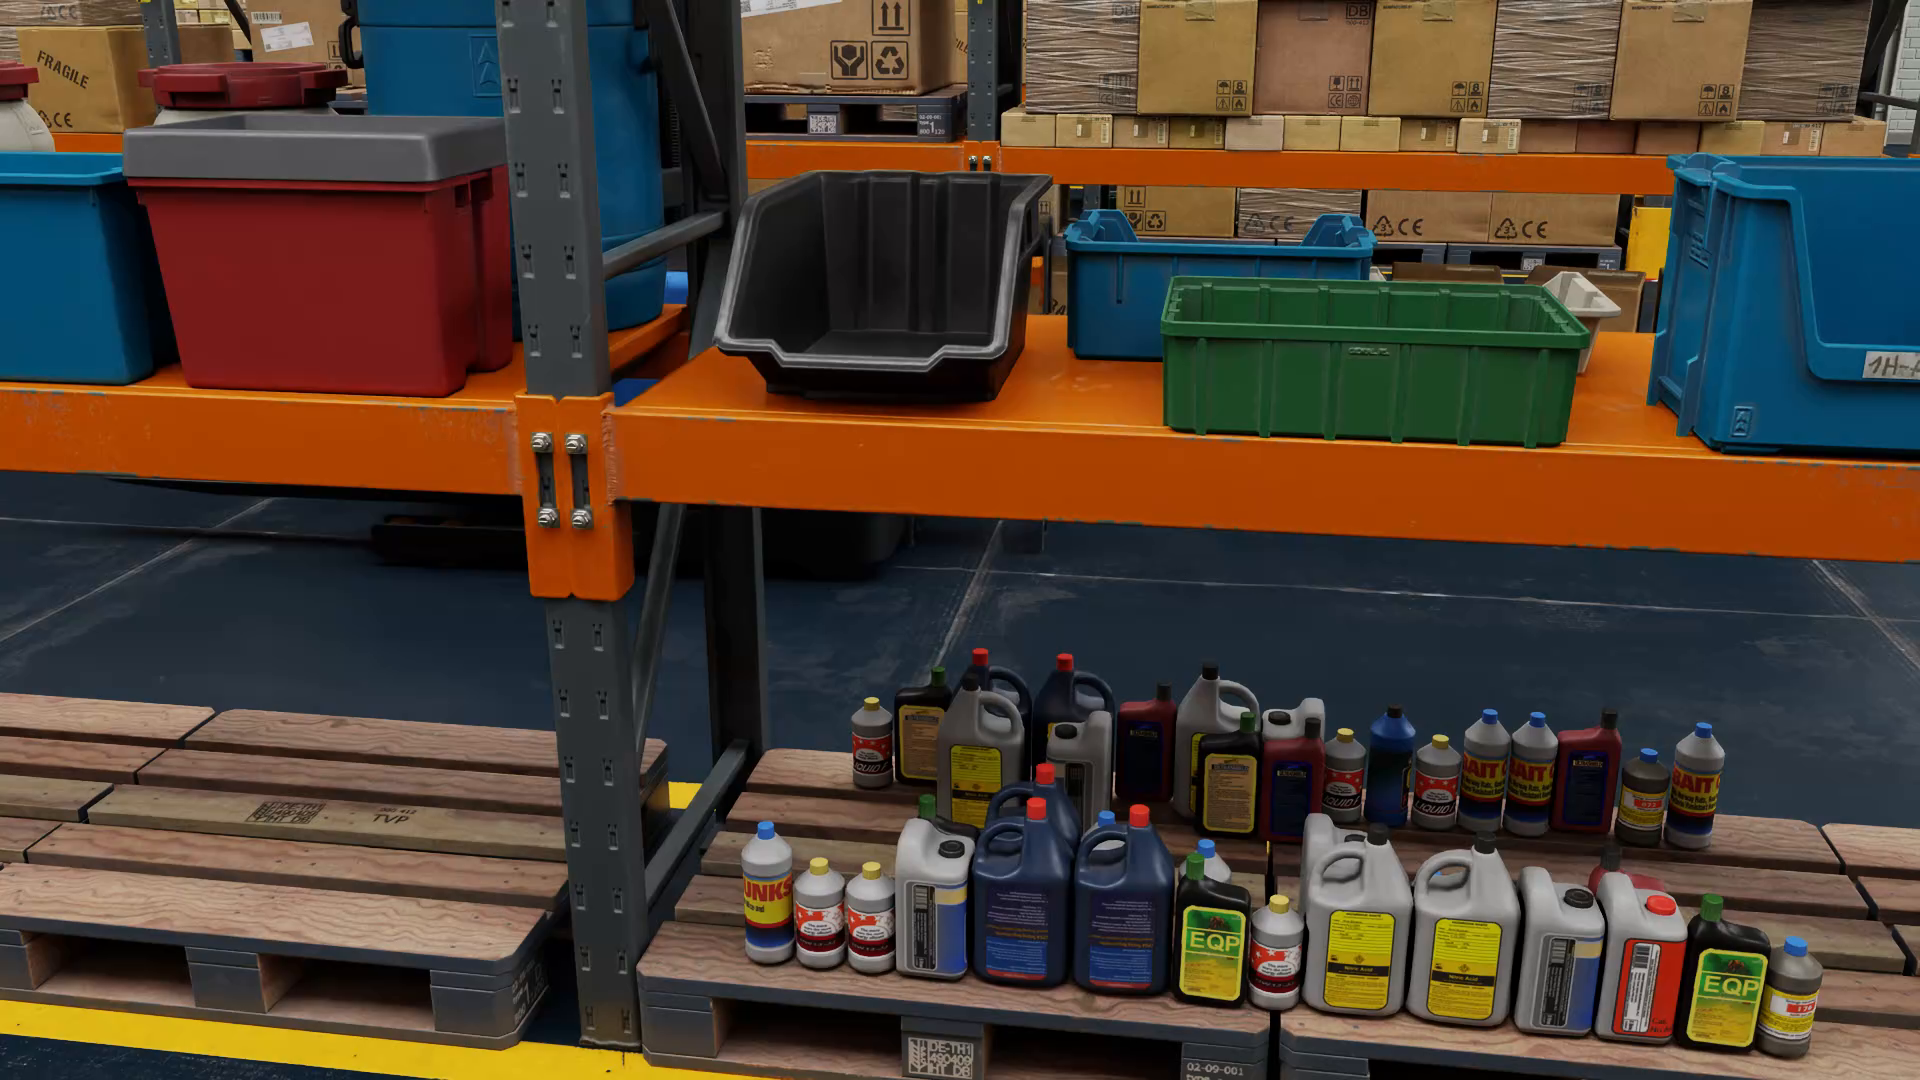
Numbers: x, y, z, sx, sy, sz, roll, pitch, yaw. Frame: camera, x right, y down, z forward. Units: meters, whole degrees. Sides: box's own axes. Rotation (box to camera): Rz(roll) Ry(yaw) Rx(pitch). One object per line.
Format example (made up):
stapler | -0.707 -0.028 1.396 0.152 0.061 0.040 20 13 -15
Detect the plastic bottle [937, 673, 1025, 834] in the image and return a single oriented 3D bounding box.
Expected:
plastic bottle | 0.046 0.464 3.672 0.185 0.351 0.144 3 19 9

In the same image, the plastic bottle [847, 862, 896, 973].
plastic bottle | -0.167 0.711 3.168 0.097 0.201 0.097 0 18 0

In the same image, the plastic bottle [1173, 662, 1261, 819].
plastic bottle | 0.577 0.444 3.729 0.185 0.351 0.144 3 19 8

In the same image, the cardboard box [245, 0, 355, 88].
cardboard box | -3.237 -2.556 8.396 0.500 0.500 0.500 1 19 2

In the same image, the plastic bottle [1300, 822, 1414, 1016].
plastic bottle | 0.725 0.678 3.031 0.185 0.351 0.144 3 19 8

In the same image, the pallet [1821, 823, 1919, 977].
pallet | 2.453 0.921 3.218 1.213 0.211 1.003 3 19 9

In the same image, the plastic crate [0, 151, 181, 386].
plastic crate | -1.751 -0.522 3.160 0.575 0.384 0.392 3 19 9

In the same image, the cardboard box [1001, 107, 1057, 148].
cardboard box | 0.338 -1.899 7.646 0.250 0.149 0.380 3 19 9

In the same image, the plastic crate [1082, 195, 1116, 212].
plastic crate | 1.439 -2.767 14.187 0.662 0.188 0.450 14 33 37

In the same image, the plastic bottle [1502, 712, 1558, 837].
plastic bottle | 1.258 0.509 3.661 0.097 0.271 0.097 0 18 0

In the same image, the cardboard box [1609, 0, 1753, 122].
cardboard box | 3.071 -2.134 7.327 0.500 0.500 0.875 3 19 9

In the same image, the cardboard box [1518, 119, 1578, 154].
cardboard box | 2.571 -1.810 7.381 0.250 0.149 0.380 3 19 9

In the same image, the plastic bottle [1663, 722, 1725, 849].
plastic bottle | 1.596 0.526 3.609 0.097 0.271 0.097 0 18 0

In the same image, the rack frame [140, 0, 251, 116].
rack frame | -3.776 -2.324 8.522 0.127 3.000 1.000 3 19 9

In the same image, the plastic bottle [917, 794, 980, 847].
plastic bottle | -0.028 0.636 3.263 0.133 0.283 0.061 3 19 9

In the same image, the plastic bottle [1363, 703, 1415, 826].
plastic bottle | 0.959 0.494 3.706 0.097 0.271 0.097 0 18 0

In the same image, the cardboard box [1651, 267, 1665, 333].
cardboard box | 3.508 -0.972 7.759 0.500 0.500 0.500 7 20 19

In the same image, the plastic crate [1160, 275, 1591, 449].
plastic crate | 0.683 -0.314 2.848 0.662 0.188 0.450 3 19 9

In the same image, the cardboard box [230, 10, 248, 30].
cardboard box | -5.489 -4.080 13.036 0.250 0.149 0.380 4 19 11

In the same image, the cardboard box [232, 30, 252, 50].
cardboard box | -5.503 -3.939 13.082 0.250 0.149 0.380 2 19 6

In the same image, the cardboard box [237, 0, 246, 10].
cardboard box | -5.495 -4.221 12.987 0.250 0.149 0.380 3 19 8

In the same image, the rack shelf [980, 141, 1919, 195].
rack shelf | 2.148 -1.681 7.734 4.000 0.370 1.077 3 19 9

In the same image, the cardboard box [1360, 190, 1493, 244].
cardboard box | 3.460 -2.719 12.389 0.875 0.875 0.875 3 19 8

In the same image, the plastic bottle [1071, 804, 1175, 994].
plastic bottle | 0.305 0.656 3.095 0.185 0.351 0.144 2 19 6

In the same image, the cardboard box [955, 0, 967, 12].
cardboard box | 0.060 -4.242 12.520 0.500 0.500 0.700 3 19 8

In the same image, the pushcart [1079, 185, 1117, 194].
pushcart | 1.433 -3.267 15.473 0.936 0.377 1.648 -3 19 -10

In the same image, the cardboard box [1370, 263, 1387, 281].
cardboard box | 1.754 -1.071 8.054 0.500 0.500 0.500 1 19 4

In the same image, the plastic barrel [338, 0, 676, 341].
plastic barrel | -0.946 -0.923 3.545 0.708 0.901 0.600 3 19 9

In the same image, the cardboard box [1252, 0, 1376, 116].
cardboard box | 1.605 -2.240 7.643 0.500 0.500 0.875 3 19 9

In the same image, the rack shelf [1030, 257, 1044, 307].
rack shelf | 0.072 -0.942 5.988 0.480 0.148 0.258 2 19 7

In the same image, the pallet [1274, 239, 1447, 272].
pallet | 3.006 -2.226 12.623 1.213 0.211 1.003 3 19 9

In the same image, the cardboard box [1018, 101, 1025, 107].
cardboard box | 0.432 -2.085 8.203 0.250 0.149 0.380 3 19 9

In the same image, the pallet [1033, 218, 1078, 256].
pallet | 0.286 -2.365 13.037 1.213 0.211 1.003 3 19 9

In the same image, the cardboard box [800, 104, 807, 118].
cardboard box | -1.872 -5.952 22.642 0.500 0.500 0.500 3 19 10

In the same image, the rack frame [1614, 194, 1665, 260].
rack frame | 5.009 -3.470 11.948 0.127 3.000 1.000 3 19 9

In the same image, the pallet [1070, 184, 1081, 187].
pallet | 0.976 -3.944 17.758 1.213 0.211 1.003 3 19 9

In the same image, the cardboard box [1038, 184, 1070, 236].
cardboard box | 0.432 -2.807 12.849 0.750 0.750 1.050 3 19 8

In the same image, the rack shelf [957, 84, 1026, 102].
rack shelf | -0.915 -3.431 12.964 4.000 0.370 1.077 3 19 9

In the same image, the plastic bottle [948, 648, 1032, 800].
plastic bottle | 0.069 0.418 3.807 0.185 0.351 0.144 2 19 7

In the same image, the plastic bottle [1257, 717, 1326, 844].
plastic bottle | 0.721 0.519 3.612 0.133 0.283 0.061 3 19 9

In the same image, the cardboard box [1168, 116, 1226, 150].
cardboard box | 1.082 -1.869 7.556 0.250 0.149 0.380 3 19 9

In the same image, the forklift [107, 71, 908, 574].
forklift | -1.695 -1.458 6.042 3.031 2.935 1.130 2 19 7

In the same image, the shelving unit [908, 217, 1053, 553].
shelving unit | 0.072 -0.569 6.113 0.503 1.200 0.258 2 19 7

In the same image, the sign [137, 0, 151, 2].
sign | -3.861 -2.699 7.818 0.005 0.325 0.100 3 19 9

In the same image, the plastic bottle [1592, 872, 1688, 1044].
plastic bottle | 1.209 0.737 2.973 0.135 0.276 0.152 3 19 9

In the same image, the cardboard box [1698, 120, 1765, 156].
cardboard box | 3.306 -1.761 7.236 0.250 0.149 0.380 3 19 9

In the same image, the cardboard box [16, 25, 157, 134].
cardboard box | -4.303 -2.319 8.349 0.500 0.500 0.500 4 19 10

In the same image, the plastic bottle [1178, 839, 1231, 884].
plastic bottle | 0.456 0.690 3.121 0.097 0.271 0.097 0 18 0

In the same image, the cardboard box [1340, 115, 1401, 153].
cardboard box | 1.821 -1.827 7.433 0.250 0.149 0.380 3 19 9
